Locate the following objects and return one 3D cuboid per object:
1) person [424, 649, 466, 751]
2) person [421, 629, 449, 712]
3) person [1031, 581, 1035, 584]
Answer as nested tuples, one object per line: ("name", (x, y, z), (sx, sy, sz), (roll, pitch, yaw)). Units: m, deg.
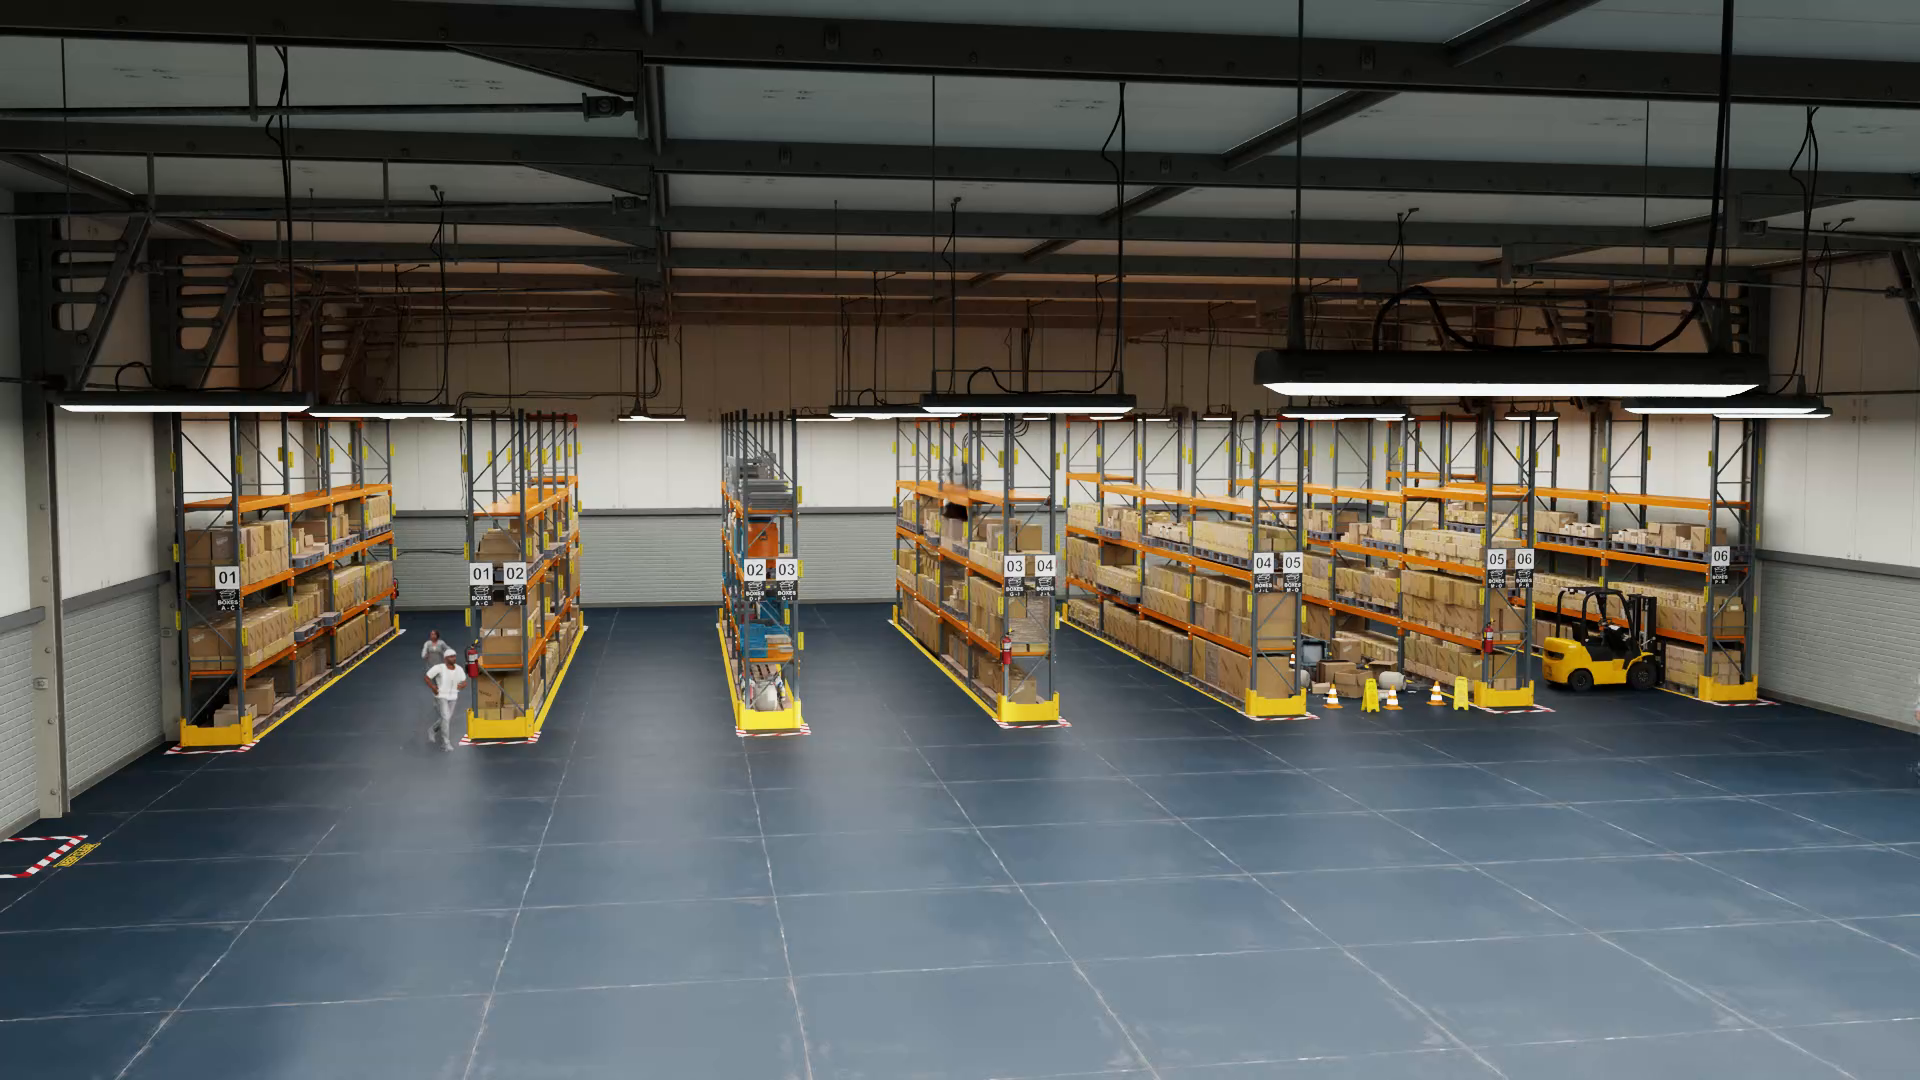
("person", (-9.104, 2.809, 29.518), (0.887, 1.755, 0.735), (4, 5, 43))
("person", (-10.506, 2.604, 33.296), (0.522, 1.625, 0.700), (-1, 4, -9))
("person", (2.190, 1.424, 49.422), (0.604, 1.731, 0.938), (-2, 4, -26))
